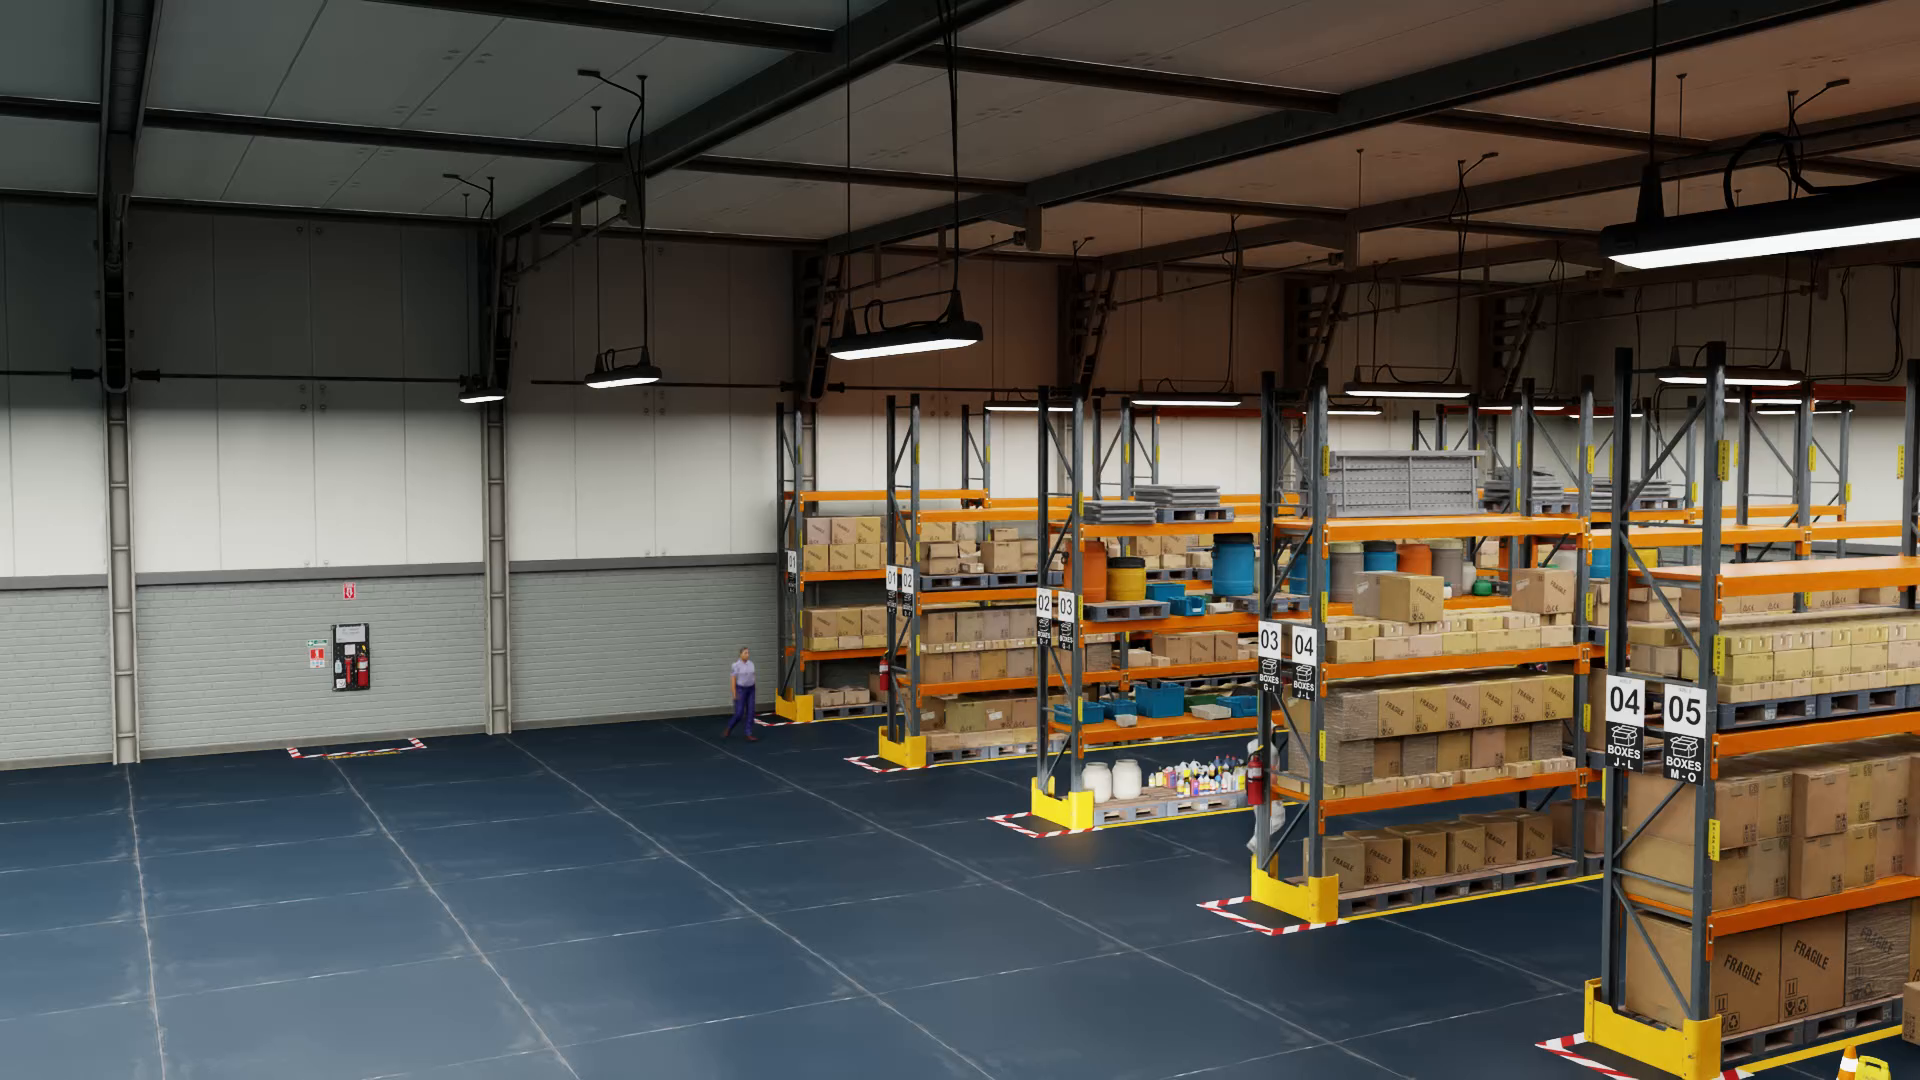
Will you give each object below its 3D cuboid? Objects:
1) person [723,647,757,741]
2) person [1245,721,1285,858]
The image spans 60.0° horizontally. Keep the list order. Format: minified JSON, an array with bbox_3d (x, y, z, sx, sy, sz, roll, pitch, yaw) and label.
[{"bbox_3d":[-3.828,2.691,29.158,0.526,1.625,0.583,-3,5,-45],"label":"person"},{"bbox_3d":[3.740,3.100,20.617,0.550,1.785,0.561,-2,4,-27],"label":"person"}]
